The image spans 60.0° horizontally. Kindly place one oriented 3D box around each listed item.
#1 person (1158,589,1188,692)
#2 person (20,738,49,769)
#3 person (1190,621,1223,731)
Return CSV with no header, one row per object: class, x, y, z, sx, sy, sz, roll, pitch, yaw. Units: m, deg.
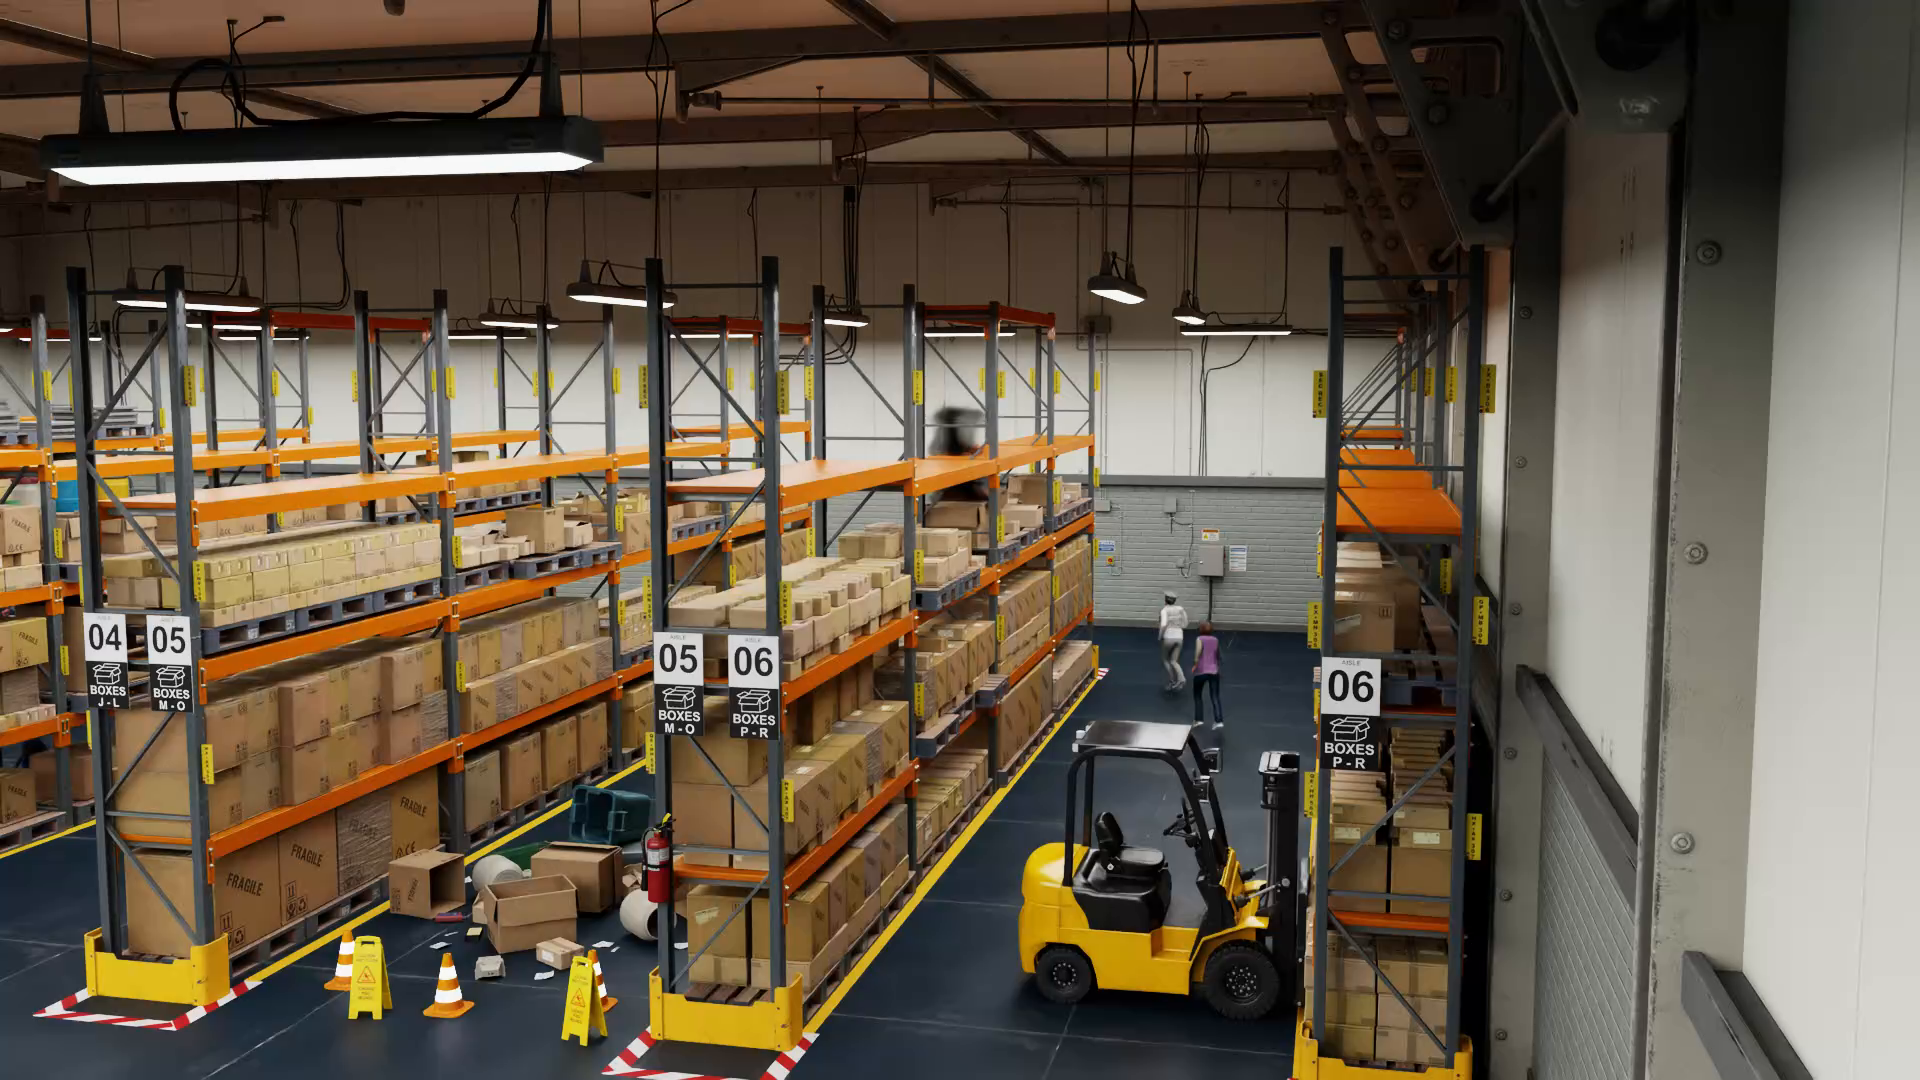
person,3.476,1.646,26.820,0.586,1.655,0.710,-2,6,-20
person,-11.767,2.228,21.023,0.611,1.626,0.968,0,6,5
person,3.568,1.966,23.935,0.533,1.567,0.904,-1,6,-11
